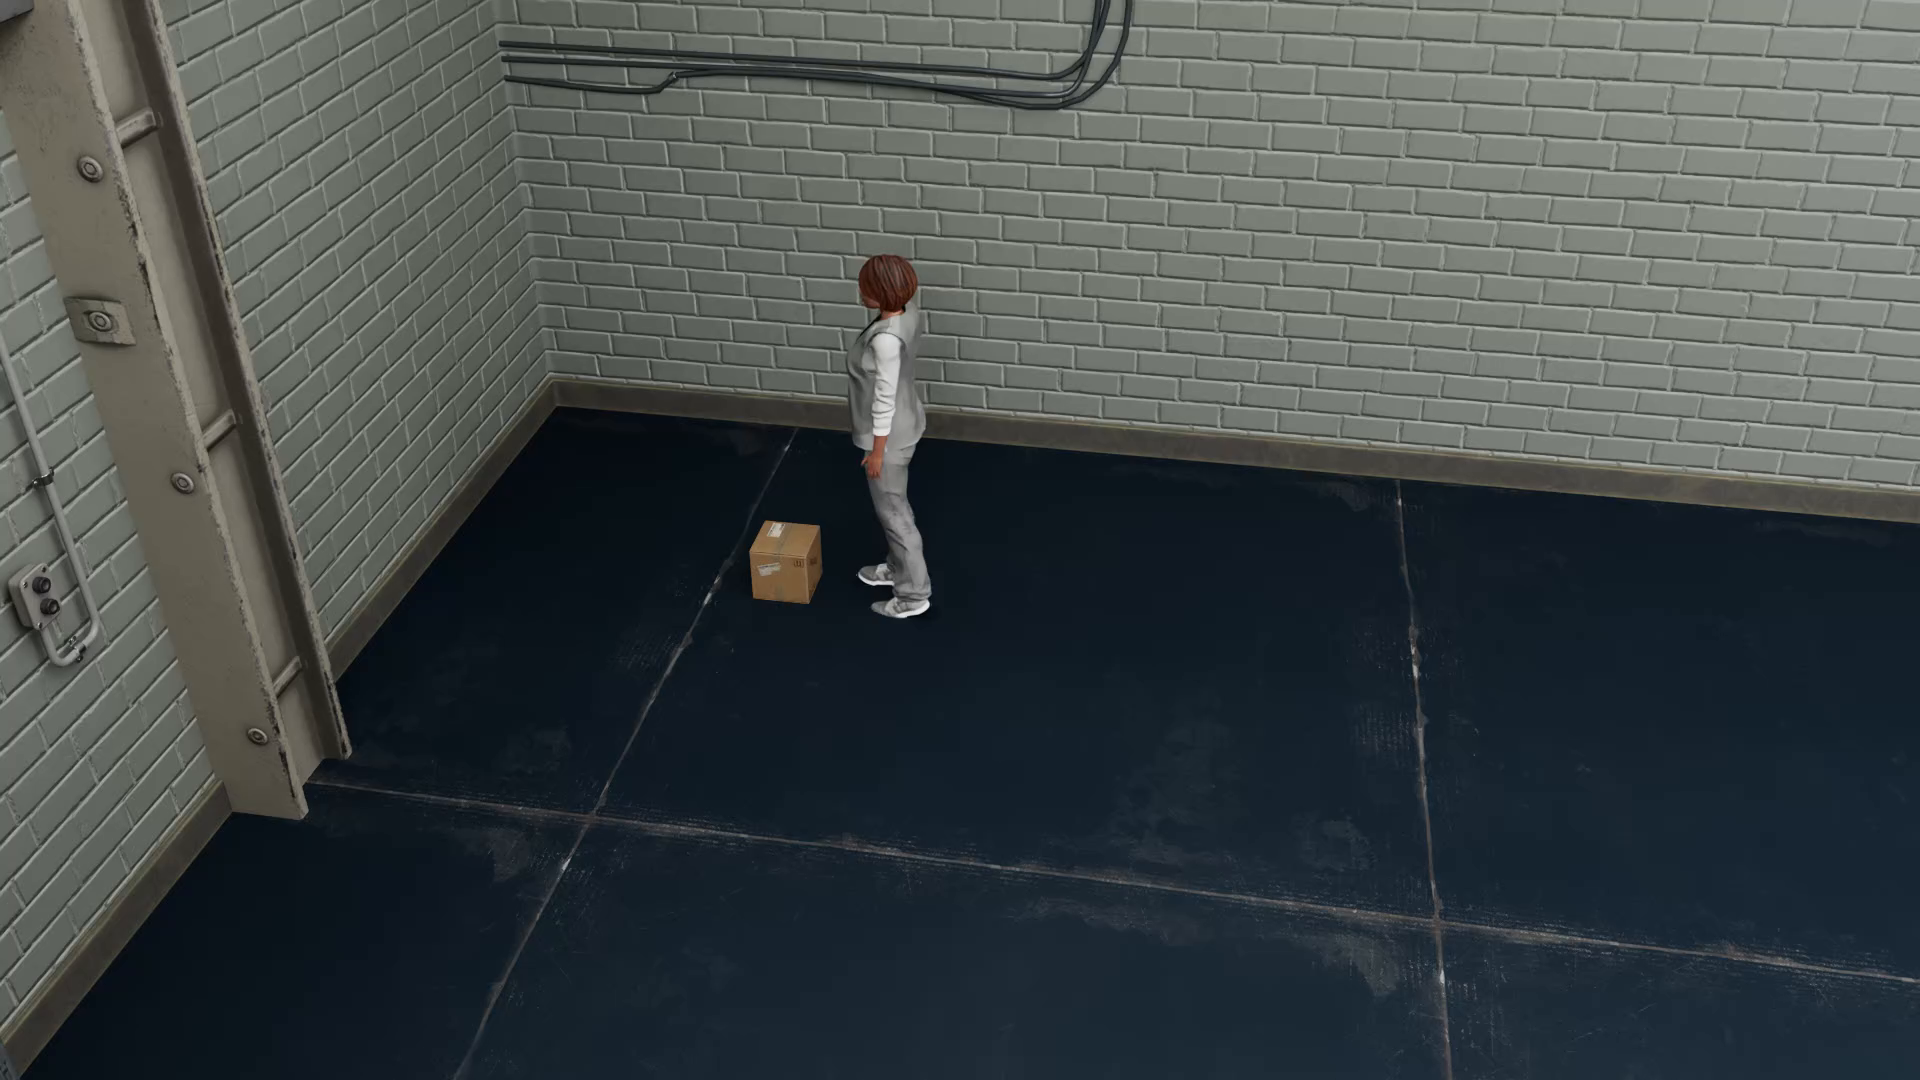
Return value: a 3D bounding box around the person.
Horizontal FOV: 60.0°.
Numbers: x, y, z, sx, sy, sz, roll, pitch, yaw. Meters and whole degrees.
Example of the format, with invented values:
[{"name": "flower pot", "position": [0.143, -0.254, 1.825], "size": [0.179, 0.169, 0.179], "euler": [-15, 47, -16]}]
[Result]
[{"name": "person", "position": [-0.288, -0.408, 6.808], "size": [0.371, 1.632, 0.410], "euler": [6, 33, 9]}]
